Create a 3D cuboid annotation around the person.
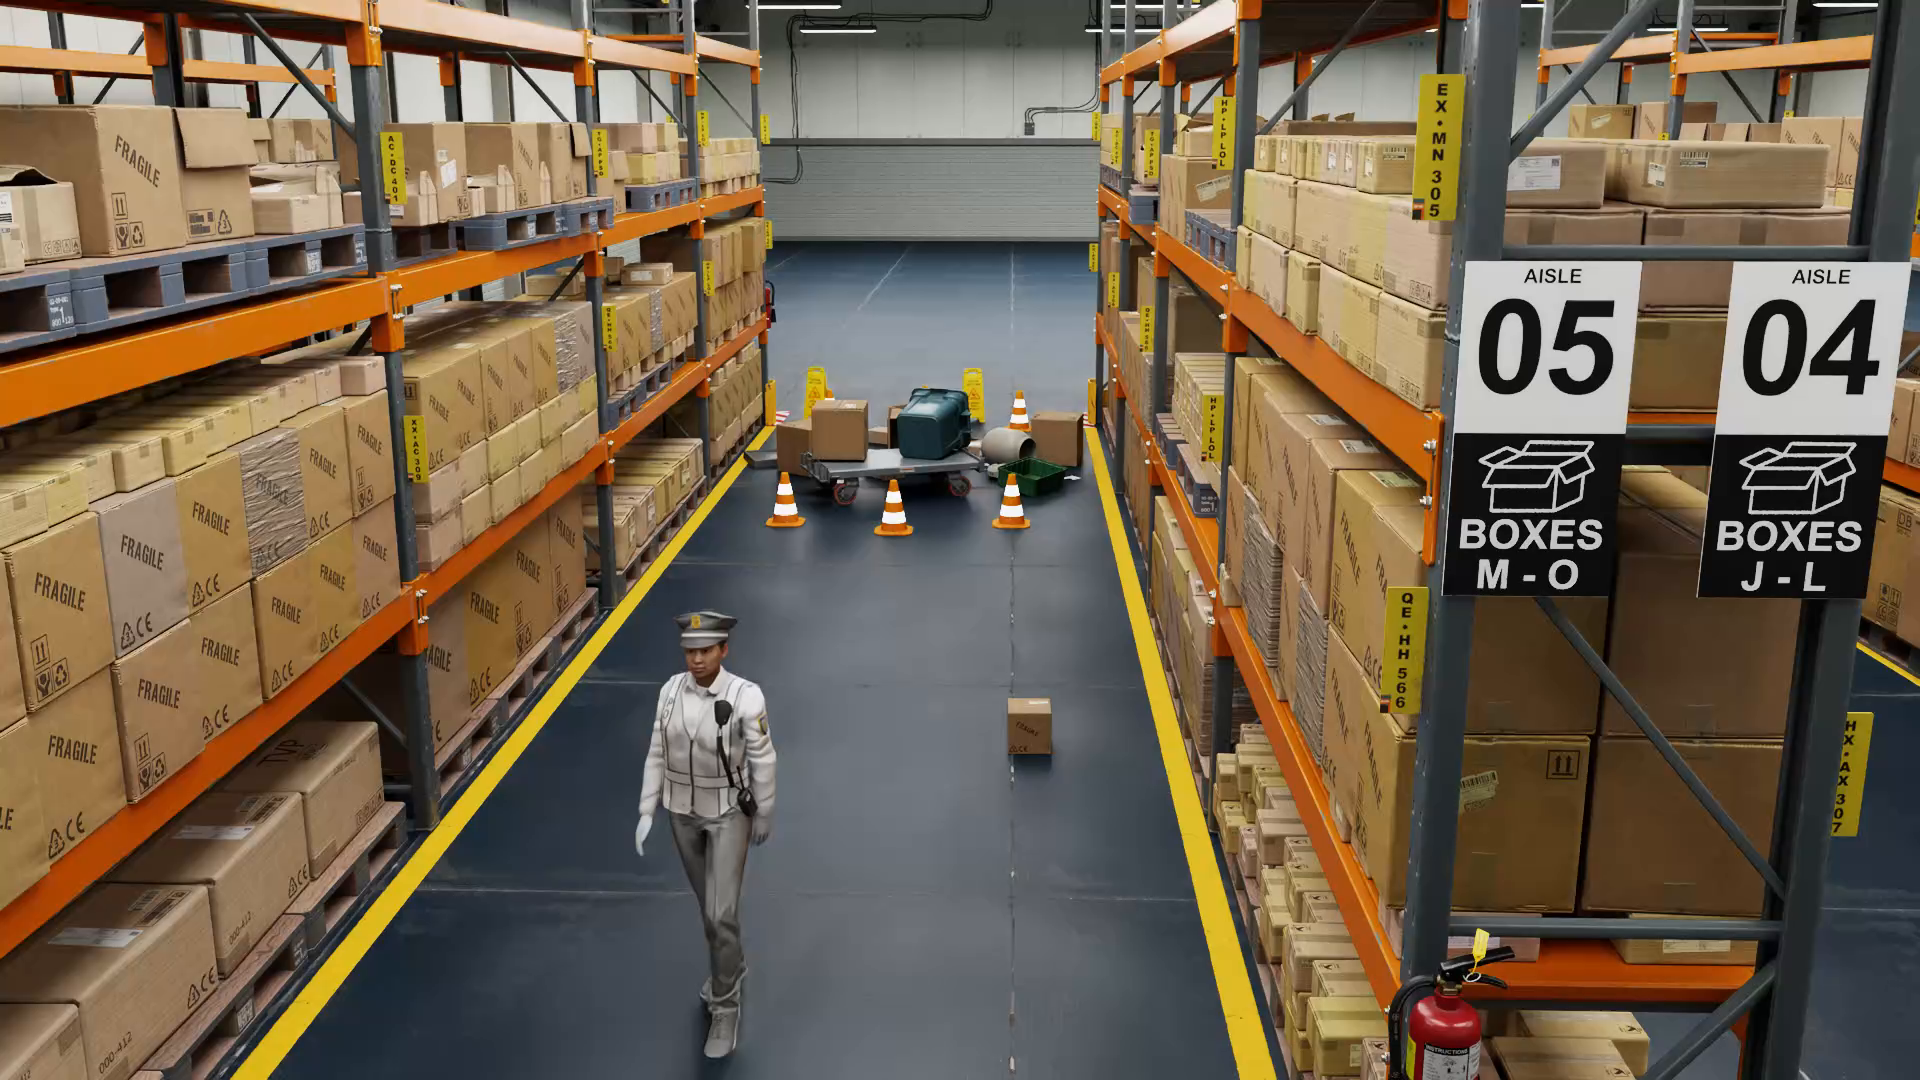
[{"bbox_3d":[-0.999,1.120,6.526,0.501,1.754,0.588,5,15,19],"label":"person"}]
